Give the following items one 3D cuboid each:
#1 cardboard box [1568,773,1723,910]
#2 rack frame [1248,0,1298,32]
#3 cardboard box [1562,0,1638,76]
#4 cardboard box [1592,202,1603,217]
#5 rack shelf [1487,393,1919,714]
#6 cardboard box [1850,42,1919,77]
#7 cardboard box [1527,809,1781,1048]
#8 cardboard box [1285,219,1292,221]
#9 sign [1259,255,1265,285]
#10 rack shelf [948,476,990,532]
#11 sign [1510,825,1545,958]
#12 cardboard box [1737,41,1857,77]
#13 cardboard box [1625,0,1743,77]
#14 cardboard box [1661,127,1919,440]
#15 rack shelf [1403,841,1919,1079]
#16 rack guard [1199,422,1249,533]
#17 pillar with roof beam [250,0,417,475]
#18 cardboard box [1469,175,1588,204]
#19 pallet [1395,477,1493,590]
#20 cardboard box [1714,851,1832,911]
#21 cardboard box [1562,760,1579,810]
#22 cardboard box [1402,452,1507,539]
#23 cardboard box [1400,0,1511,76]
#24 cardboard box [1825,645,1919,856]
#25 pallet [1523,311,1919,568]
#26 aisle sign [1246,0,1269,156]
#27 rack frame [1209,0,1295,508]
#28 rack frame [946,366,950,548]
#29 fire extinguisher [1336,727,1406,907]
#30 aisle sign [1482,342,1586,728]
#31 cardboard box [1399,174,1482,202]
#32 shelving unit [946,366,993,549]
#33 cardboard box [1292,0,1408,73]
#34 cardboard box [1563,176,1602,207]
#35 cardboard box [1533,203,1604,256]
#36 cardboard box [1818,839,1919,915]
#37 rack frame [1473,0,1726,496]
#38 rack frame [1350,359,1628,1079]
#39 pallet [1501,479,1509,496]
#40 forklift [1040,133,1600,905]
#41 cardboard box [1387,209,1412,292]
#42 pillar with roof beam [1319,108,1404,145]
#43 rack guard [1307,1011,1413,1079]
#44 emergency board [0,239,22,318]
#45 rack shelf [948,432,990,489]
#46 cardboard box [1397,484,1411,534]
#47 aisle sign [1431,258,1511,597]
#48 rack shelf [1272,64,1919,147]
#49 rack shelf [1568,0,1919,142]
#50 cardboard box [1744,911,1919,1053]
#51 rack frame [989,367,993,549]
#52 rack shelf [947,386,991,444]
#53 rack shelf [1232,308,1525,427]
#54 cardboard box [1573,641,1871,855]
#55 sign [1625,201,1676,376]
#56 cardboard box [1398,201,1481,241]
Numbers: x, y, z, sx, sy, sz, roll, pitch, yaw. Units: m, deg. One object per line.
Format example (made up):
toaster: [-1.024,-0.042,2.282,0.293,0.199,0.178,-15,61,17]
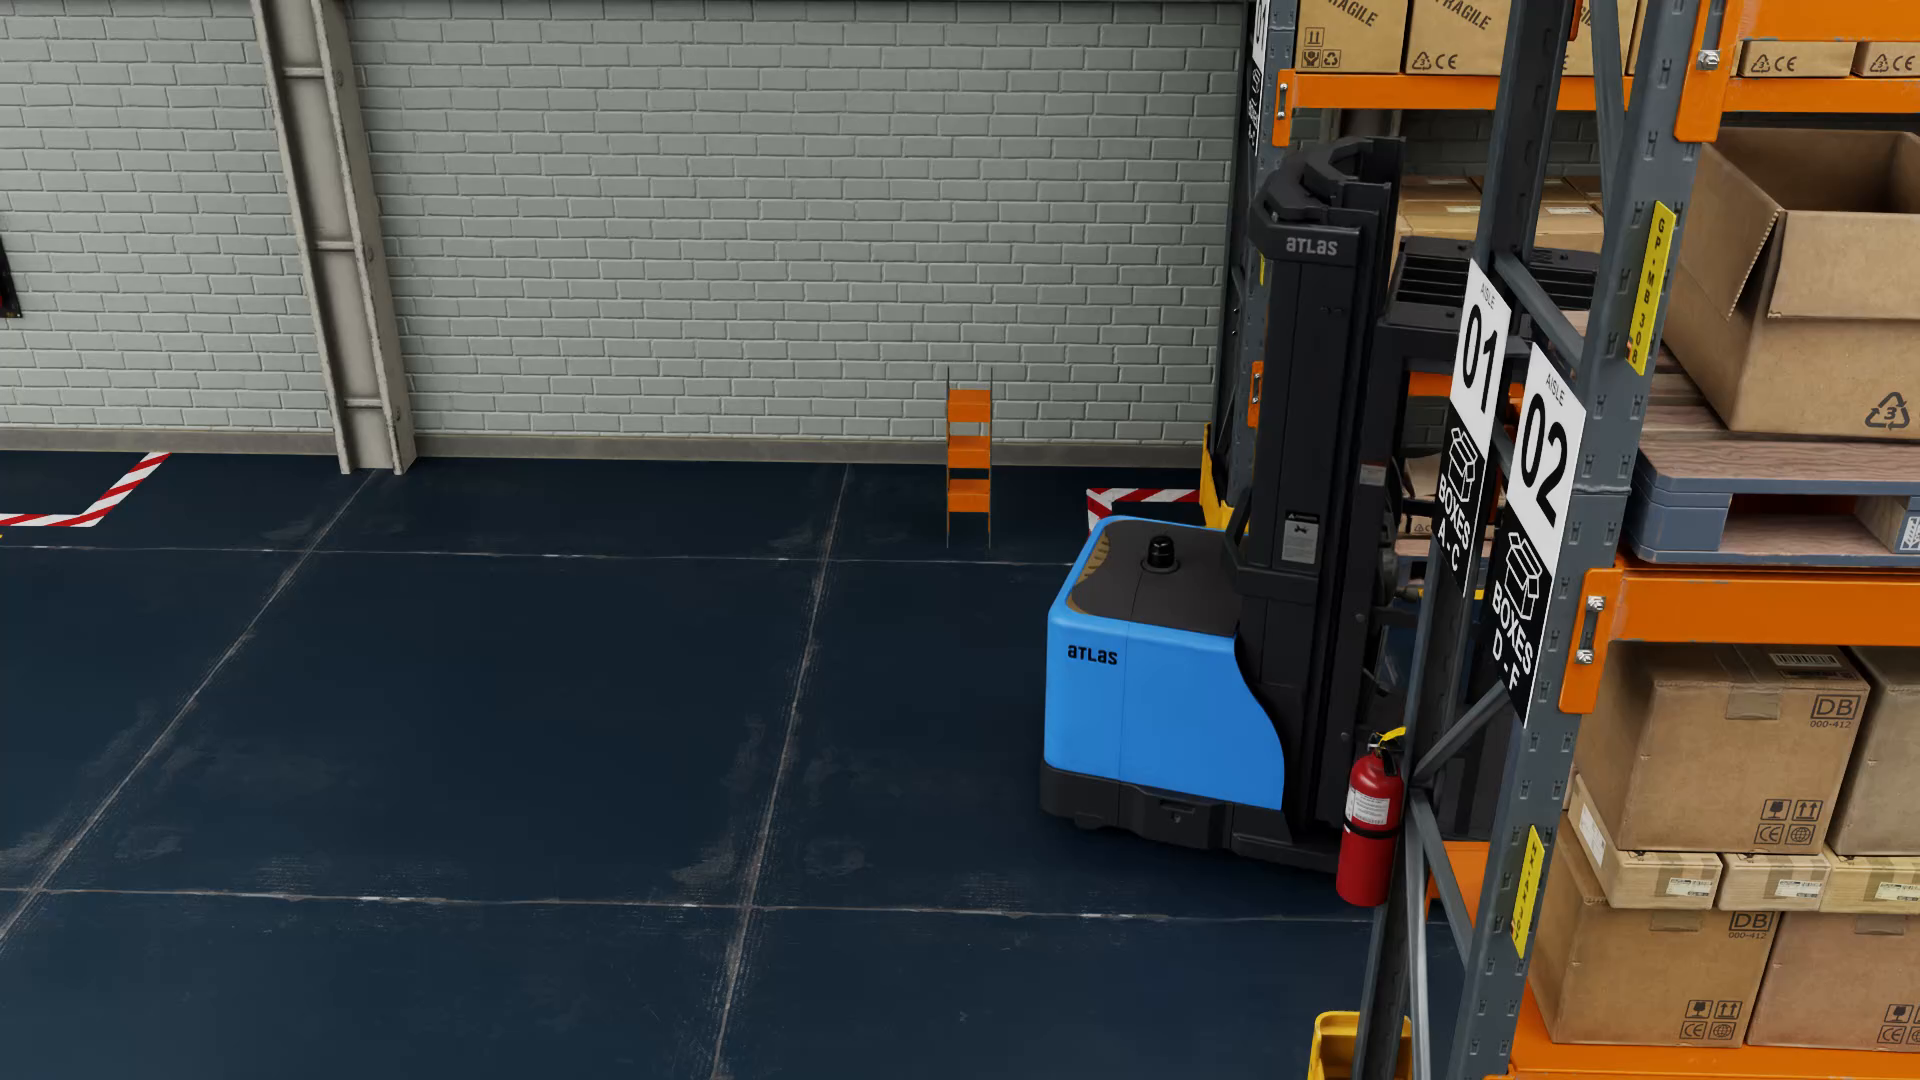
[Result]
cardboard box: [1.759,0.773,4.290,0.250,0.149,0.380,1,28,1]
rack frame: [1.545,-3.973,7.636,0.127,3.000,1.000,1,28,2]
cardboard box: [2.925,-2.546,8.019,0.500,0.500,0.500,2,28,4]
cardboard box: [3.538,-1.420,8.565,0.500,0.500,0.500,2,28,3]
rack shelf: [3.373,0.022,4.071,4.000,0.370,1.077,1,28,2]
cardboard box: [4.524,-2.541,8.011,0.500,0.500,0.500,-1,28,-3]
cardboard box: [1.840,0.966,4.618,0.500,0.500,0.700,1,28,2]
cardboard box: [2.024,-1.688,9.069,0.500,0.500,0.500,1,28,1]
sign: [1.526,-1.451,8.360,0.005,0.325,0.100,1,28,2]
rack shelf: [0.053,-0.208,9.638,0.240,0.259,0.215,1,28,2]
sign: [1.349,0.839,3.956,0.005,0.325,0.100,1,28,2]
cardboard box: [3.969,-2.533,7.995,0.500,0.500,0.500,0,28,0]
cardboard box: [3.461,-2.547,8.021,0.500,0.500,0.500,3,28,5]
cardboard box: [1.948,-0.610,3.788,0.637,0.503,0.797,3,28,5]
rack shelf: [3.373,1.347,4.774,4.000,0.370,1.077,1,28,2]
rack guard: [1.621,-0.217,9.625,0.348,0.500,1.175,1,28,2]
pillar with roof beam: [-3.873,-2.450,4.764,0.400,9.000,9.100,1,28,2]
cardboard box: [3.043,-1.668,9.033,0.500,0.500,0.500,0,28,0]
pallet: [2.432,-0.059,9.636,1.213,0.211,1.003,1,28,2]
cardboard box: [2.023,0.776,4.284,0.250,0.149,0.380,0,28,0]
cardboard box: [1.763,0.583,4.648,0.250,0.149,0.380,0,28,1]
cardboard box: [2.803,-0.266,9.449,0.500,0.311,0.500,3,28,6]
cardboard box: [2.406,-2.552,8.031,0.500,0.500,0.500,3,28,5]
cardboard box: [2.419,0.400,4.301,0.500,0.500,0.700,0,28,0]
pallet: [2.080,-0.266,3.941,1.213,0.211,1.003,1,28,2]
aisle sign: [1.463,-2.332,8.170,0.004,0.787,0.394,1,28,2]
rack frame: [1.545,-1.322,9.042,0.127,3.000,1.000,1,28,2]
rack frame: [-0.068,-0.465,9.506,0.008,1.050,0.200,1,28,2]
fire extinguisher: [1.272,0.811,5.099,0.183,0.674,0.296,1,28,2]
aisle sign: [1.298,-0.010,3.790,0.004,0.787,0.394,1,28,2]
cardboard box: [2.527,-1.675,9.045,0.500,0.500,0.500,1,28,2]
shelving unit: [0.053,-0.463,9.502,0.252,1.050,0.215,1,28,2]
cardboard box: [1.871,-2.578,8.080,0.500,0.500,0.500,2,28,3]
cardboard box: [3.547,-1.660,9.017,0.500,0.500,0.500,1,28,2]
cardboard box: [3.021,-1.423,8.570,0.500,0.500,0.500,0,28,0]
cardboard box: [2.272,0.781,4.275,0.250,0.149,0.380,1,28,2]
rack frame: [1.374,-1.654,3.262,0.127,3.000,1.000,1,28,2]
rack frame: [1.374,0.997,4.667,0.127,3.000,1.000,1,28,2]
pallet: [3.648,-0.037,9.595,1.213,0.211,1.003,1,28,2]
forklift: [1.929,-0.051,6.716,3.031,2.935,1.130,9,29,16]
cardboard box: [2.012,-1.448,8.616,0.500,0.500,0.500,1,28,2]
pillar with roof beam: [2.123,-2.351,4.577,0.400,9.000,9.100,1,28,2]
rack guard: [1.350,2.101,5.254,0.348,0.500,1.175,1,28,2]
emergency board: [-6.189,-1.873,10.081,0.643,1.169,0.194,1,28,2]
rack shelf: [0.053,-0.454,9.507,0.240,0.259,0.215,1,28,2]
cardboard box: [2.234,-0.275,9.467,0.500,0.311,0.500,-2,28,-4]
aisle sign: [1.319,-0.291,4.320,0.004,0.787,0.394,1,28,2]
rack shelf: [3.544,-2.297,8.445,4.000,0.370,1.077,1,28,2]
rack shelf: [3.373,-1.126,3.462,4.000,0.370,1.077,1,28,2]
cardboard box: [2.365,0.973,4.606,0.500,0.500,0.700,2,28,3]
rack frame: [0.175,-0.461,9.499,0.008,1.050,0.200,1,28,2]
rack shelf: [0.053,-0.704,9.374,0.240,0.259,0.215,1,28,2]
rack shelf: [3.544,-0.971,9.148,4.000,0.370,1.077,1,28,2]
cardboard box: [1.893,0.394,4.313,0.500,0.500,0.700,1,28,2]
sign: [1.349,-0.490,3.252,0.005,0.325,0.100,1,28,2]
cardboard box: [2.505,-1.435,8.592,0.500,0.500,0.500,1,28,2]
